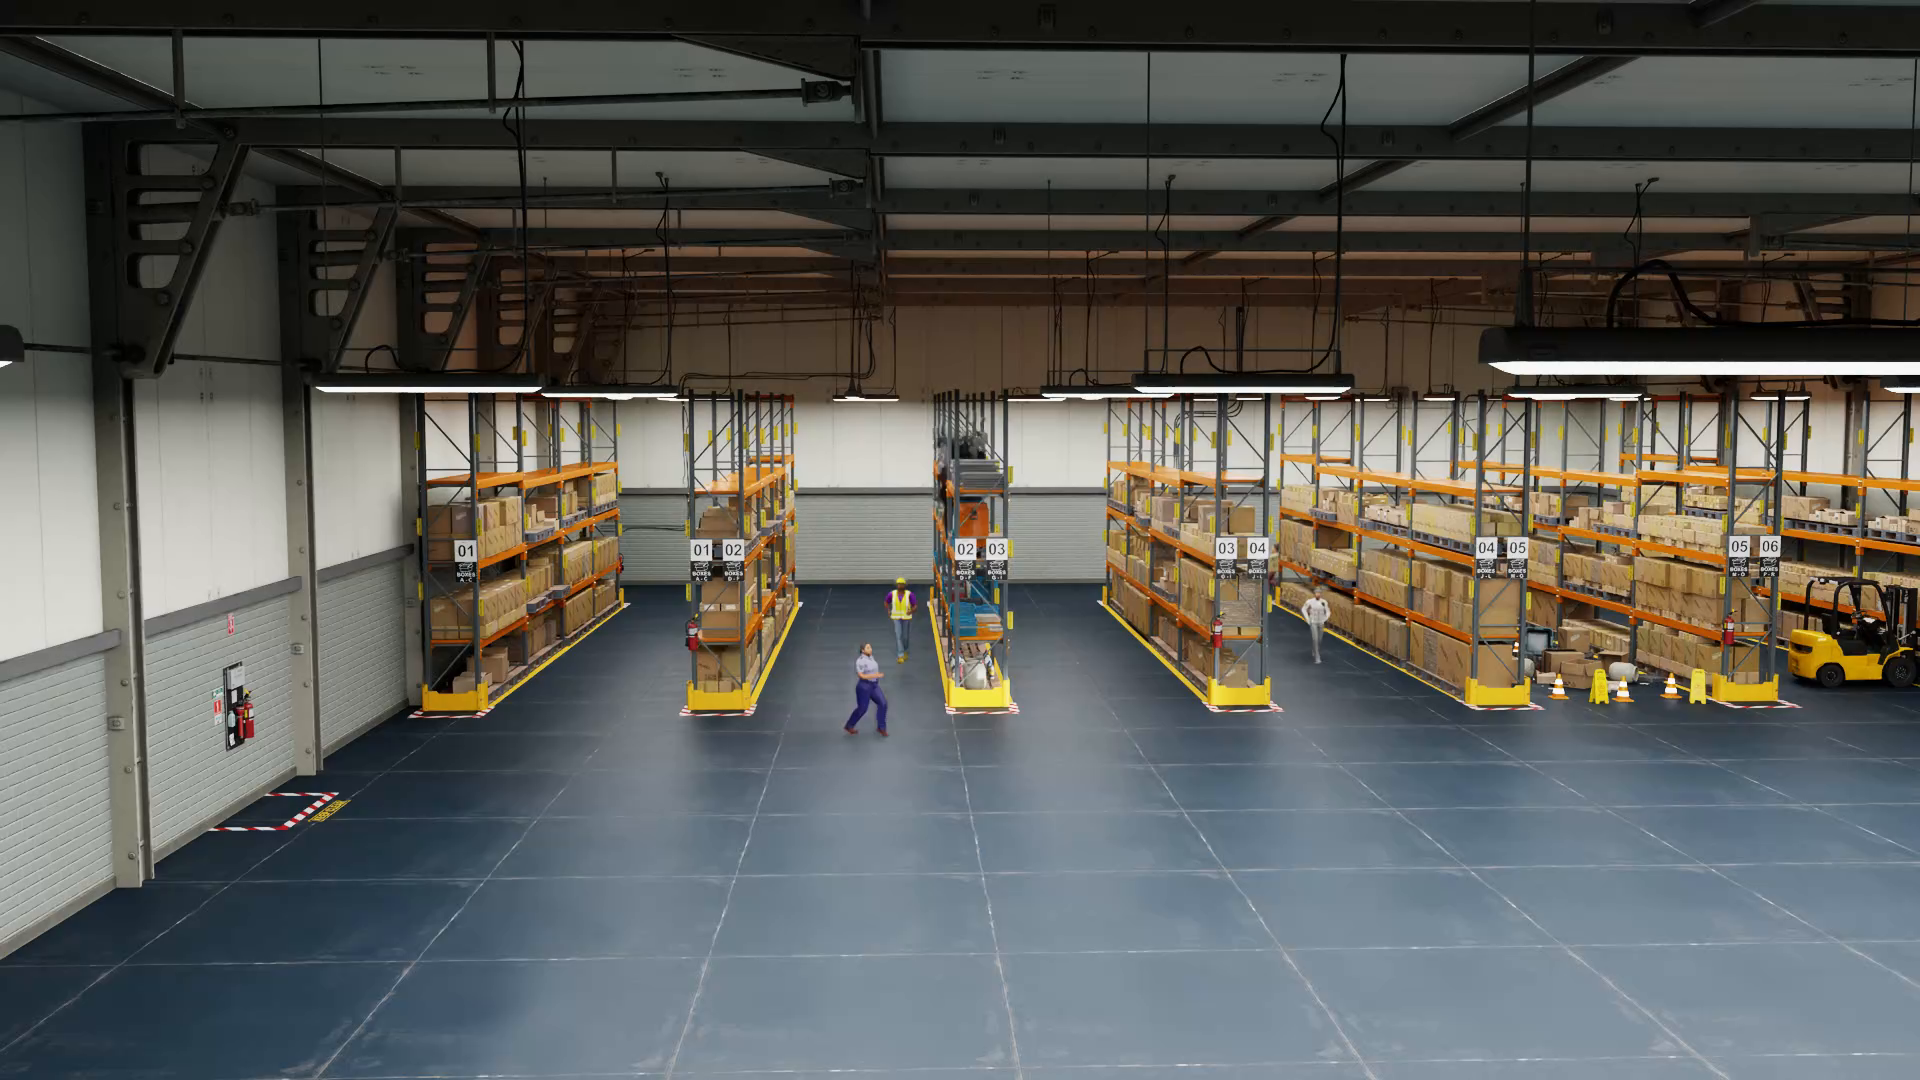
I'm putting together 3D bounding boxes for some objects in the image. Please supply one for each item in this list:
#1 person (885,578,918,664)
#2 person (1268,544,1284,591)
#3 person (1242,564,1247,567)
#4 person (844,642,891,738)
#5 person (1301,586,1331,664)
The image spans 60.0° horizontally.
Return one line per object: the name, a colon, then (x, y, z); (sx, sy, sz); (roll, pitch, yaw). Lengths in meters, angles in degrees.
person: (-1.250, 1.687, 35.181); (0.706, 1.782, 0.737); (0, 5, 0)
person: (9.161, 0.909, 49.105); (0.822, 1.603, 0.641); (2, 5, 19)
person: (8.154, 0.978, 48.027); (0.764, 1.782, 0.555); (4, 6, 40)
person: (-1.591, 2.589, 28.644); (0.816, 1.685, 0.607); (3, 5, 29)
person: (7.942, 1.870, 37.046); (0.625, 1.703, 0.814); (0, 5, -2)
